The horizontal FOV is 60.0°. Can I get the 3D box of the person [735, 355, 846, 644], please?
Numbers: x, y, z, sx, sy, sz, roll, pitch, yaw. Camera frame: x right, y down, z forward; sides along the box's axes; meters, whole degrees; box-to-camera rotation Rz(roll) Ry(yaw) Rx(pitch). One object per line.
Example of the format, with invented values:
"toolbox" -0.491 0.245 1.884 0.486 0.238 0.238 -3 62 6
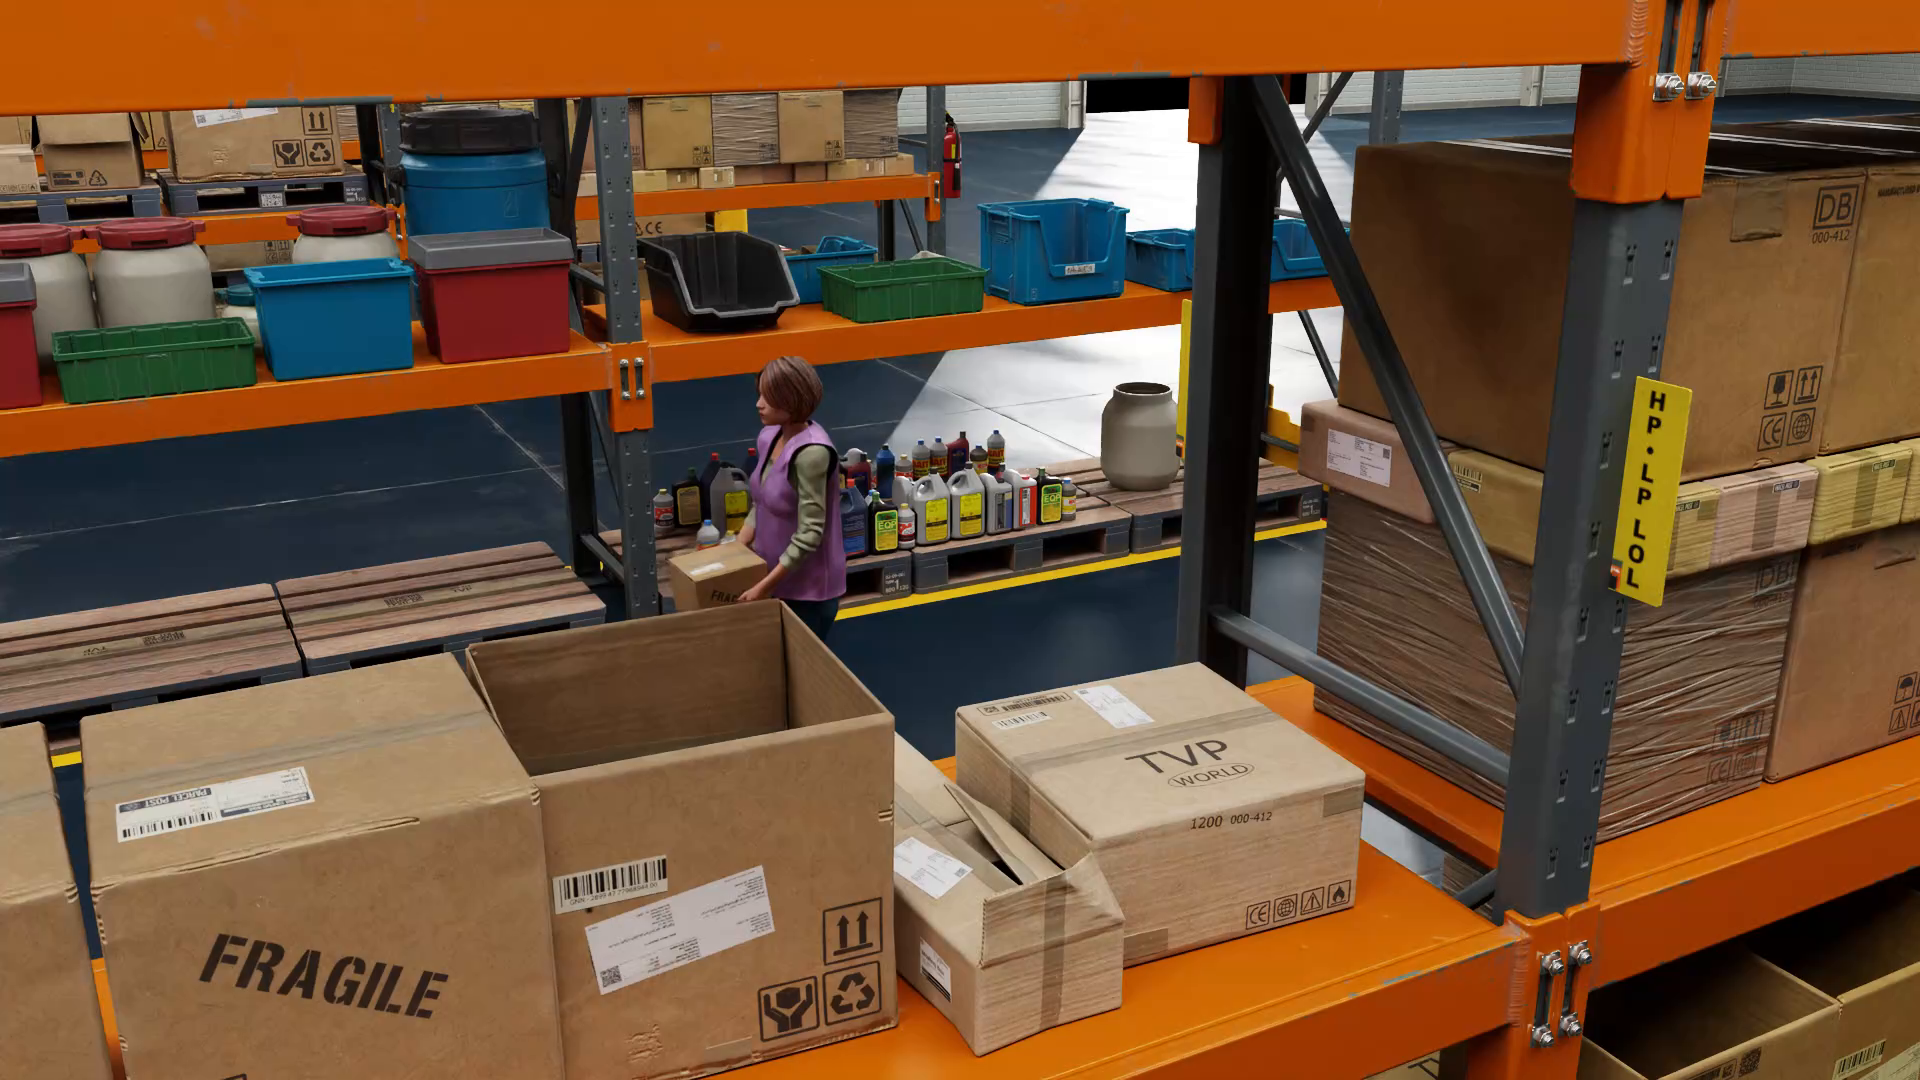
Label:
"person" -0.600 0.174 5.550 0.424 1.603 0.444 -10 21 -27
